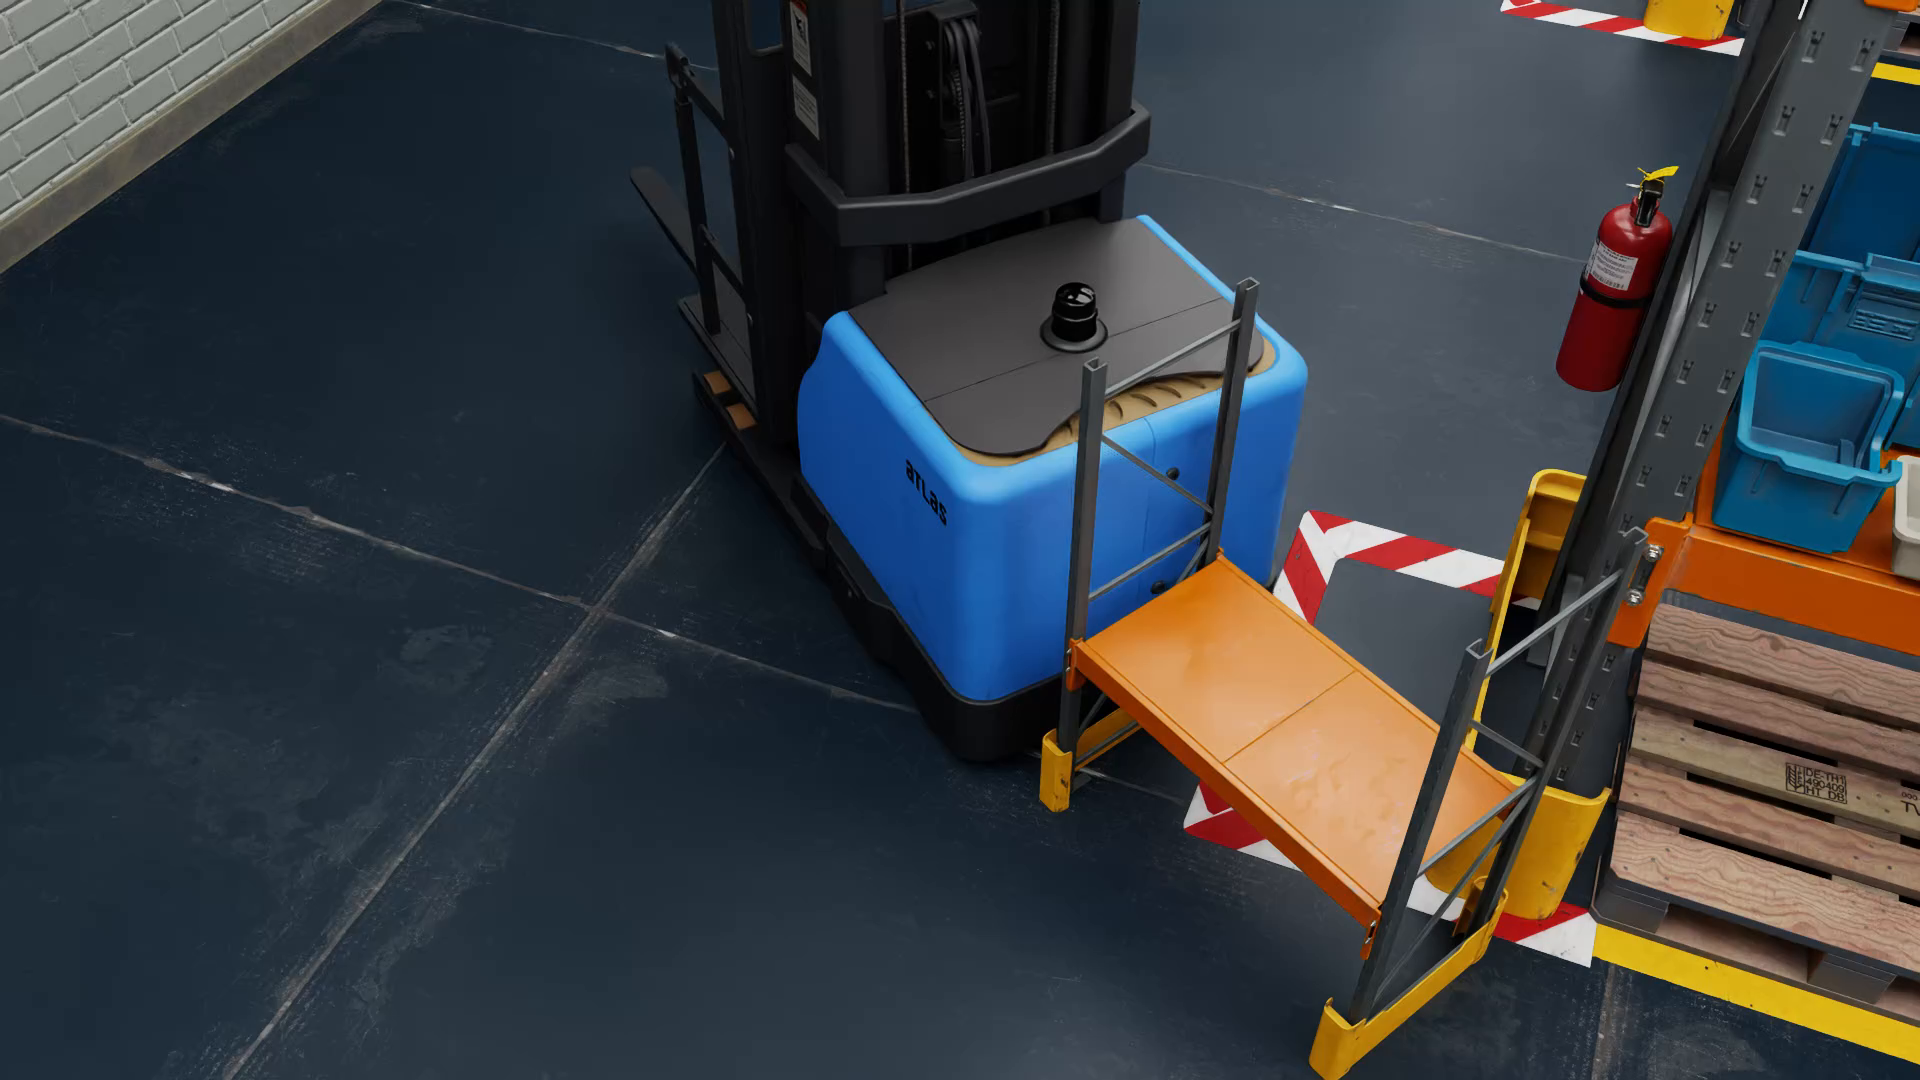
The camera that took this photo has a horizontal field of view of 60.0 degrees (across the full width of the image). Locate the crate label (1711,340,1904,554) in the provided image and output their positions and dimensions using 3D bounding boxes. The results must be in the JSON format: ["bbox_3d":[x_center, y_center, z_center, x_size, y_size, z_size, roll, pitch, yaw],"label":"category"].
[{"bbox_3d":[1.712,-0.181,3.381,0.303,0.233,0.416,16,47,16],"label":"crate label"}]

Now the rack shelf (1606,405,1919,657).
[{"bbox_3d":[3.457,0.298,3.334,4.000,0.370,1.077,16,47,16],"label":"rack shelf"}]

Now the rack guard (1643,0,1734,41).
[{"bbox_3d":[3.496,-2.845,7.755,0.348,0.500,1.175,16,47,16],"label":"rack guard"}]

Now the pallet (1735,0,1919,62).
[{"bbox_3d":[4.286,-2.570,7.683,1.213,0.211,1.003,16,47,16],"label":"pallet"}]

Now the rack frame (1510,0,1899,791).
[{"bbox_3d":[1.611,-0.500,3.626,0.127,3.000,1.000,16,47,16],"label":"rack frame"}]

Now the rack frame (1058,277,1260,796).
[{"bbox_3d":[0.463,0.061,4.125,0.500,1.500,0.032,-29,52,-26],"label":"rack frame"}]

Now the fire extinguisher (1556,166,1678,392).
[{"bbox_3d":[1.647,-0.678,4.124,0.183,0.674,0.296,16,47,16],"label":"fire extinguisher"}]

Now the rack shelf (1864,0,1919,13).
[{"bbox_3d":[3.457,-0.766,2.276,4.000,0.370,1.077,16,47,16],"label":"rack shelf"}]

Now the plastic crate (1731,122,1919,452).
[{"bbox_3d":[1.992,-0.565,3.623,0.499,0.435,0.616,16,47,16],"label":"plastic crate"}]

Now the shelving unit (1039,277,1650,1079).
[{"bbox_3d":[0.773,0.337,3.848,0.587,1.500,1.083,-29,52,-26],"label":"shelving unit"}]

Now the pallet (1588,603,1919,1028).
[{"bbox_3d":[2.357,0.737,4.359,1.213,0.211,1.003,16,47,16],"label":"pallet"}]

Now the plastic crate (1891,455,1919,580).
[{"bbox_3d":[1.976,-0.006,3.274,0.298,0.136,0.250,16,47,16],"label":"plastic crate"}]

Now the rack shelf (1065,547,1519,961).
[{"bbox_3d":[0.779,0.470,3.970,0.538,0.185,1.000,-29,52,-26],"label":"rack shelf"}]

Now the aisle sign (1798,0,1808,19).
[{"bbox_3d":[1.430,-1.248,2.535,0.004,0.787,0.394,16,47,16],"label":"aisle sign"}]

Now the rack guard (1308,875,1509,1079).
[{"bbox_3d":[1.083,1.055,4.012,0.587,0.250,0.087,-29,52,-26],"label":"rack guard"}]

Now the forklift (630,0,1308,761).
[{"bbox_3d":[-0.245,-1.472,4.651,1.130,2.935,3.031,-21,49,-20],"label":"forklift"}]

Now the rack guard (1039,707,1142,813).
[{"bbox_3d":[0.464,0.505,4.565,0.587,0.250,0.087,-29,52,-26],"label":"rack guard"}]

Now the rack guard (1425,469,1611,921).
[{"bbox_3d":[1.584,0.388,4.506,0.348,0.500,1.175,16,47,16],"label":"rack guard"}]

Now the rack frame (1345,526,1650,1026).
[{"bbox_3d":[1.095,0.623,3.561,0.500,1.500,0.032,-29,52,-26],"label":"rack frame"}]
